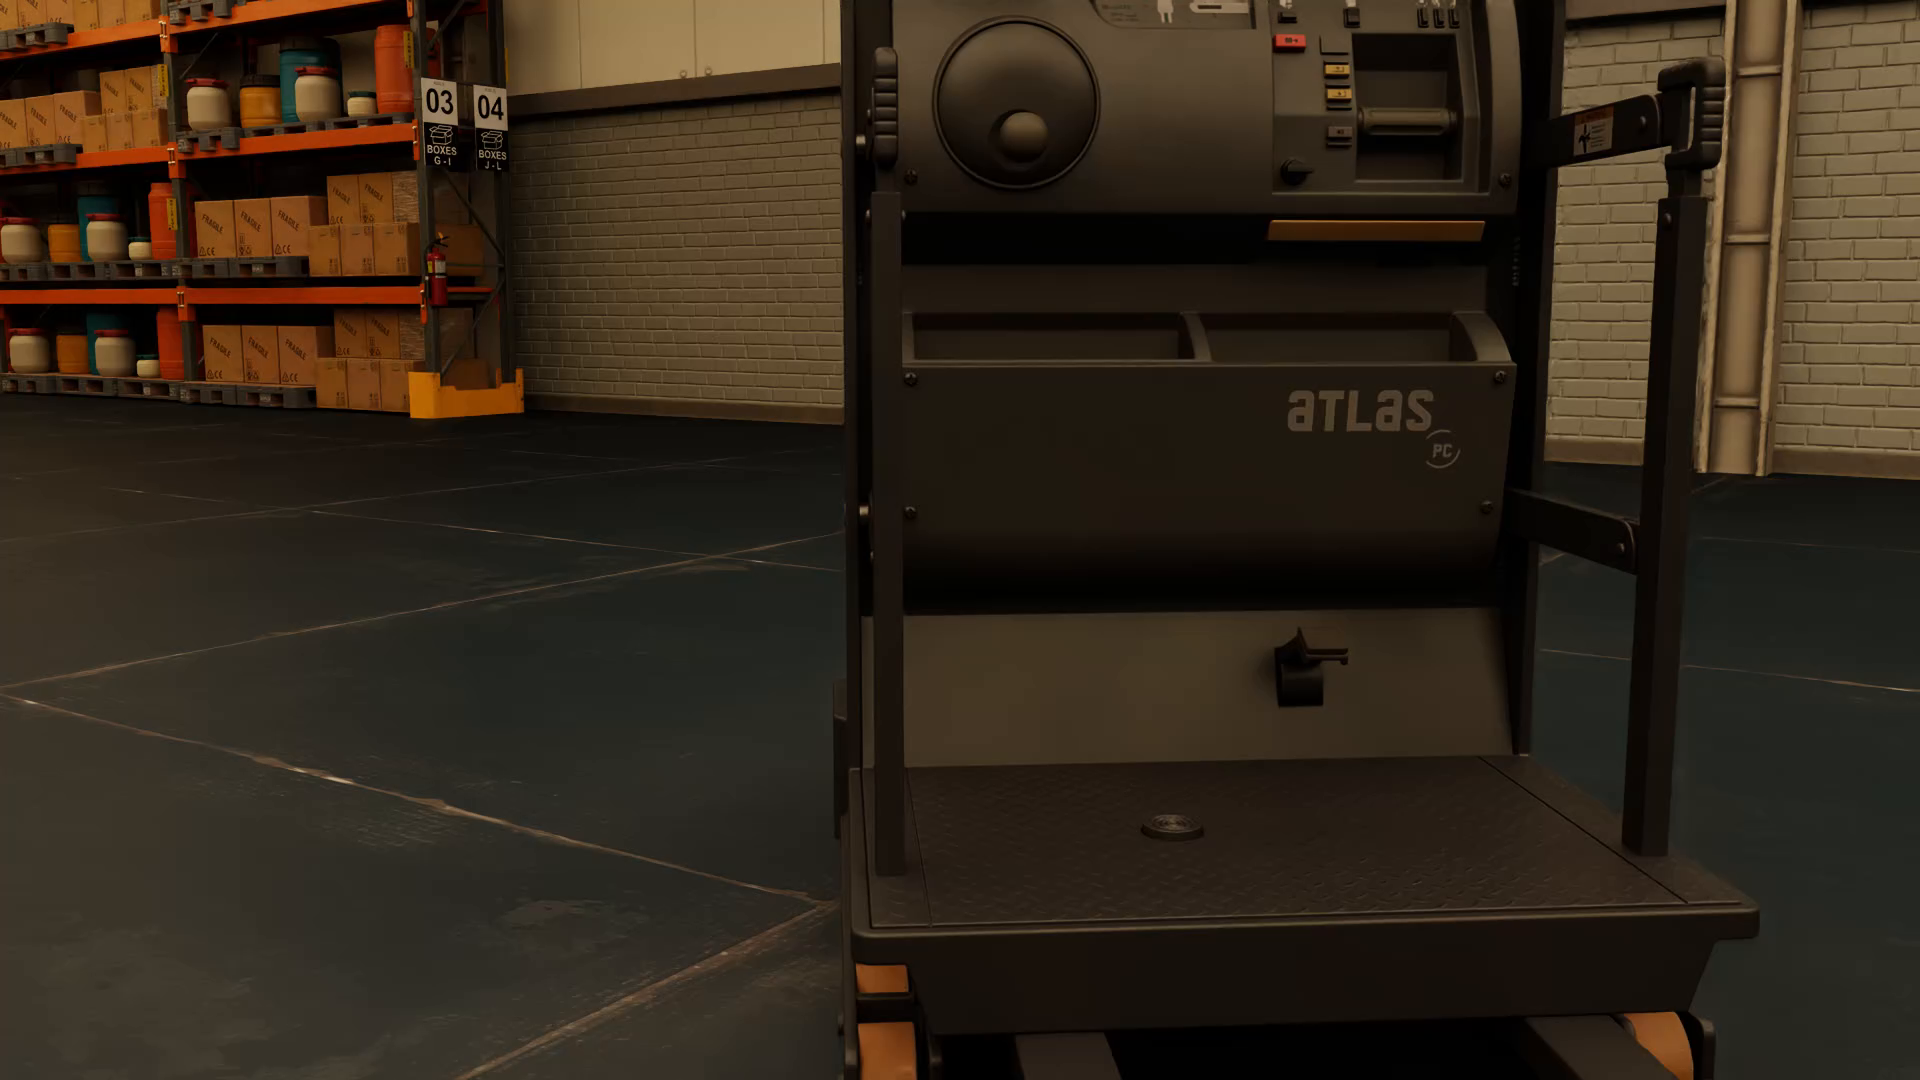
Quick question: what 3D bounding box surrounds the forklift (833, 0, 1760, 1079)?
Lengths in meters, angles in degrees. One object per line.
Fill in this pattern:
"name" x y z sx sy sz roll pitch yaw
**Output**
"forklift" 0.382 -0.719 2.248 1.130 2.935 3.031 -1 8 -4
